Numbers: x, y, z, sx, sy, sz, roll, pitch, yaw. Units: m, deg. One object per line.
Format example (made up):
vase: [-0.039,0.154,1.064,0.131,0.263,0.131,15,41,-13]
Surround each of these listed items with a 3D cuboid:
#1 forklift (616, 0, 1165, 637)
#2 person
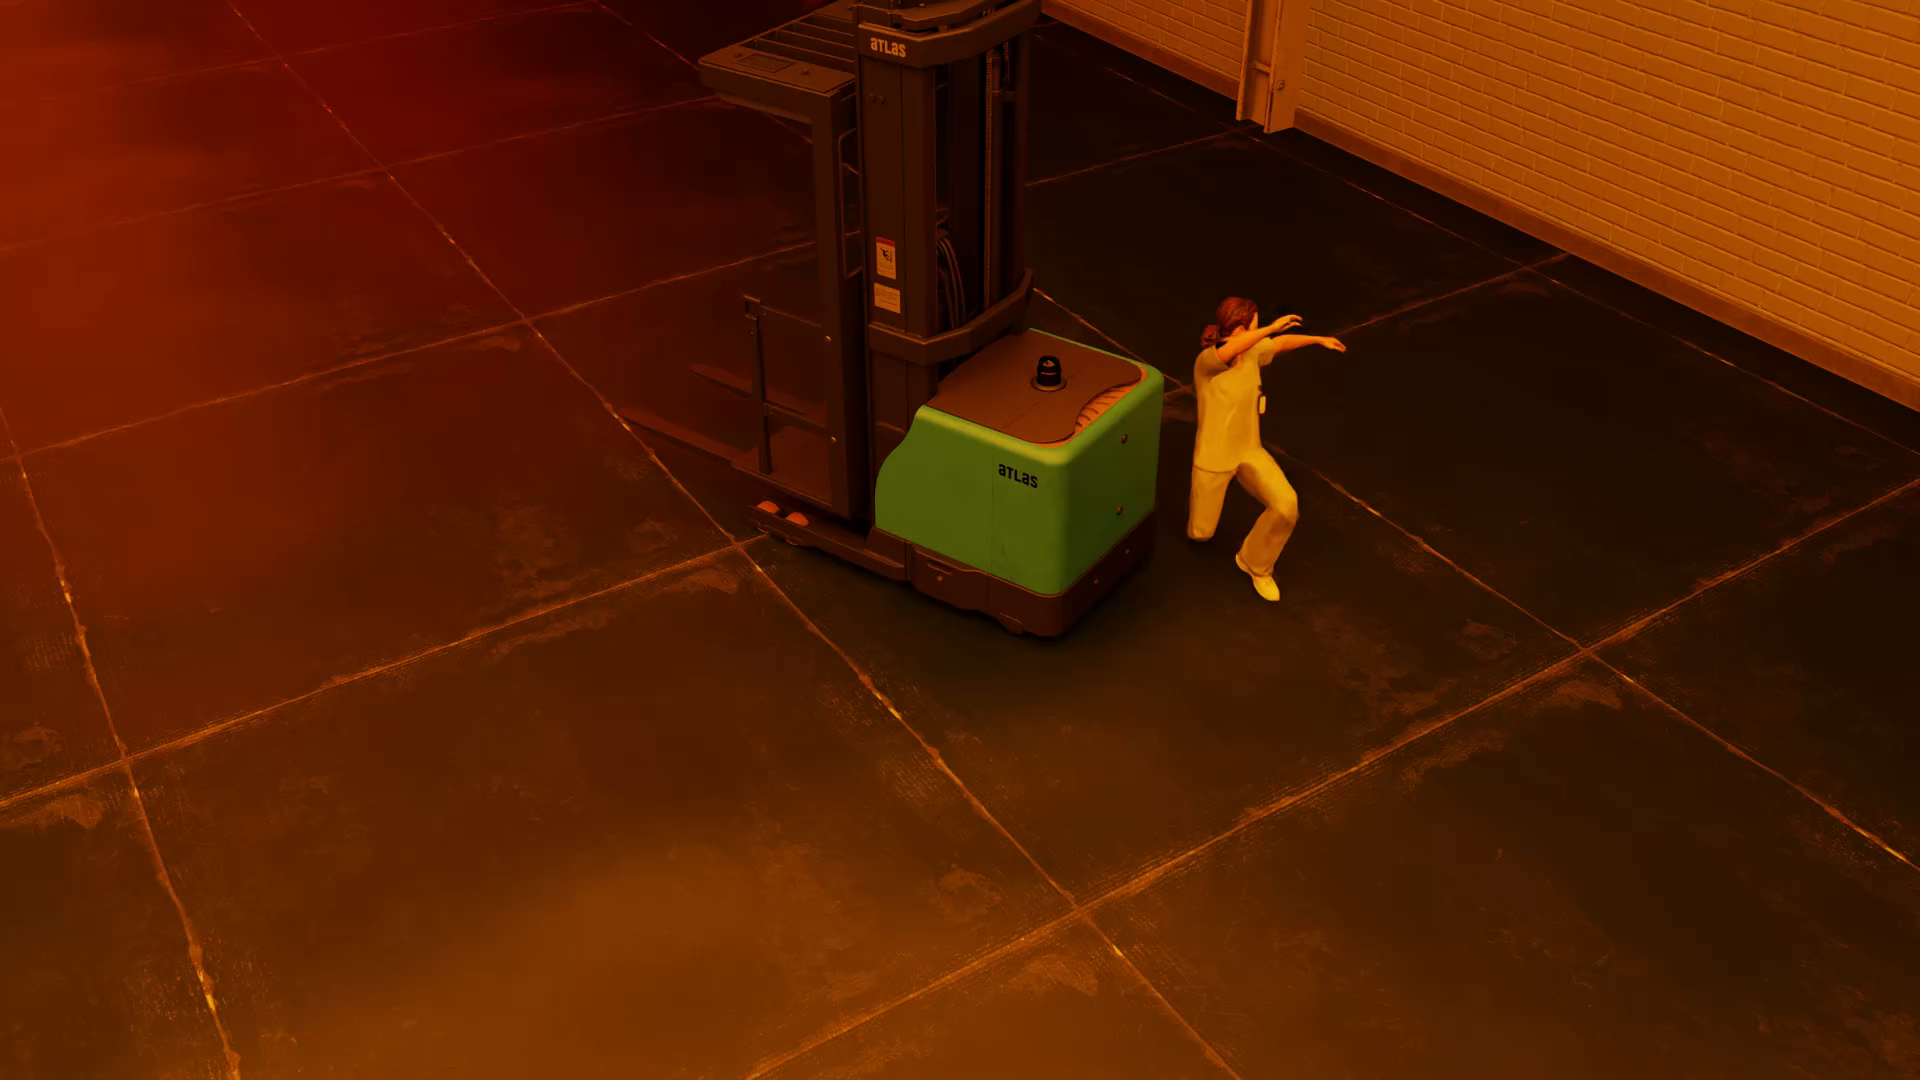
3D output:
forklift: [-0.500,-1.399,8.138,3.031,2.935,1.130,22,41,28]
person: [1.600,-0.498,8.206,0.962,1.402,0.880,-11,37,-15]
